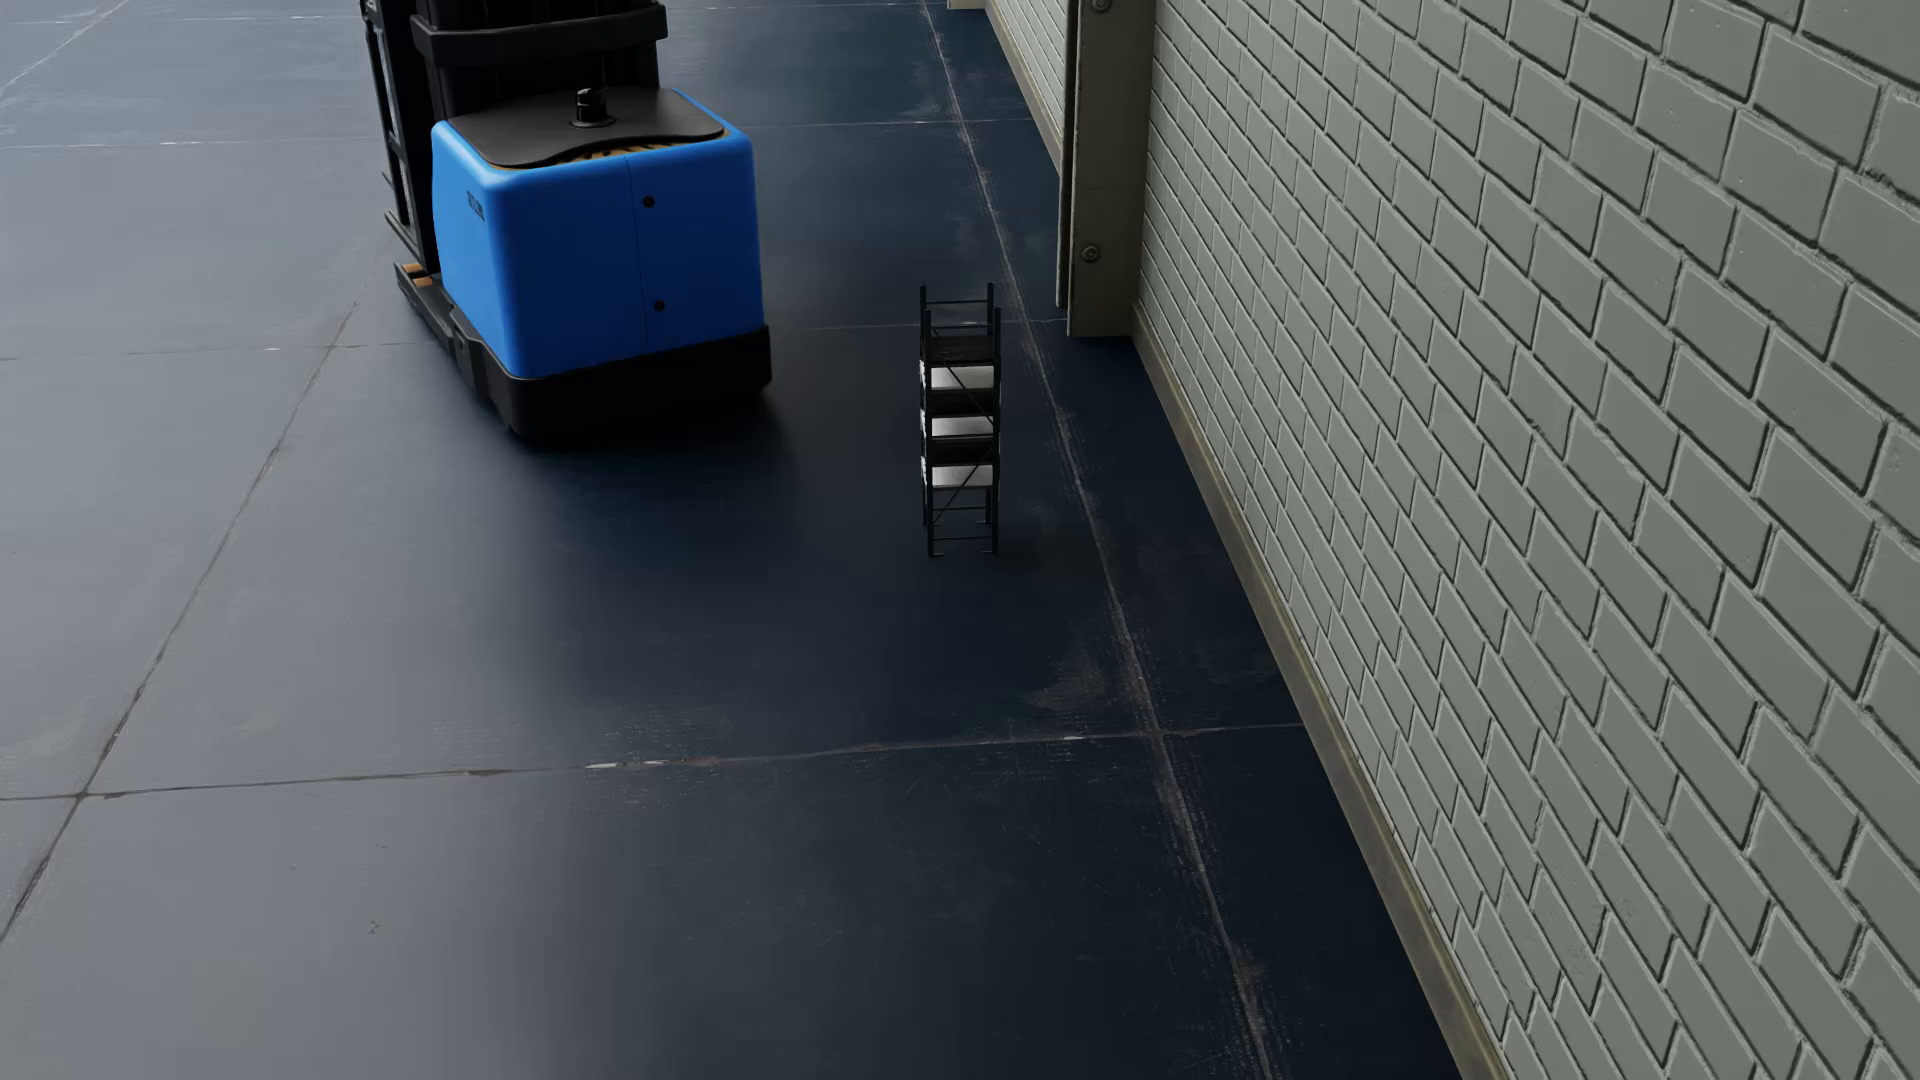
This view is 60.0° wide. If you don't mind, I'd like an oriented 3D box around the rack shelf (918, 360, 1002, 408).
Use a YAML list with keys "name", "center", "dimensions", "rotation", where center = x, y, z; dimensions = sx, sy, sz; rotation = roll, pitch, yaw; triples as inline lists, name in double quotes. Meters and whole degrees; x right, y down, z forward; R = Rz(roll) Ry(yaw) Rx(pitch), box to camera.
- name: "rack shelf"
  center: [-0.001, -0.516, 5.451]
  dimensions: [0.258, 0.077, 0.200]
  rotation: [-3, 31, -5]

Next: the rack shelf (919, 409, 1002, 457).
- name: "rack shelf"
  center: [-0.001, -0.362, 5.543]
  dimensions: [0.258, 0.077, 0.200]
  rotation: [-3, 31, -5]

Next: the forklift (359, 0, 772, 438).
- name: "forklift"
  center: [-1.916, -2.370, 6.860]
  dimensions: [1.130, 2.935, 3.031]
  rotation: [-16, 34, -25]

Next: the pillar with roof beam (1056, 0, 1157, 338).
- name: "pillar with roof beam"
  center: [-3.679, -4.645, 4.752]
  dimensions: [9.100, 9.000, 0.400]
  rotation: [-3, 31, -5]

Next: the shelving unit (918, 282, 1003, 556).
- name: "shelving unit"
  center: [-0.001, -0.390, 5.526]
  dimensions: [0.258, 0.900, 0.210]
  rotation: [-3, 31, -5]

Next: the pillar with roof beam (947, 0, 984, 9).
- name: "pillar with roof beam"
  center: [-4.239, -7.709, 9.880]
  dimensions: [9.100, 9.000, 0.400]
  rotation: [-3, 31, -5]

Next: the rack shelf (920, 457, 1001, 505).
- name: "rack shelf"
  center: [-0.001, -0.207, 5.636]
  dimensions: [0.258, 0.077, 0.200]
  rotation: [-3, 31, -5]

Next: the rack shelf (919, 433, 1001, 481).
- name: "rack shelf"
  center: [-0.001, -0.285, 5.589]
  dimensions: [0.258, 0.077, 0.200]
  rotation: [-3, 31, -5]

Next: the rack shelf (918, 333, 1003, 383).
- name: "rack shelf"
  center: [-0.001, -0.594, 5.405]
  dimensions: [0.258, 0.077, 0.200]
  rotation: [-3, 31, -5]

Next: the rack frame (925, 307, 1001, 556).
- name: "rack frame"
  center: [0.009, -0.339, 5.439]
  dimensions: [0.240, 0.900, 0.006]
  rotation: [-3, 31, -5]

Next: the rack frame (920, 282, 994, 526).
- name: "rack frame"
  center: [-0.010, -0.442, 5.613]
  dimensions: [0.240, 0.900, 0.006]
  rotation: [-3, 31, -5]

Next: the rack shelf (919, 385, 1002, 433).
- name: "rack shelf"
  center: [-0.001, -0.439, 5.497]
  dimensions: [0.258, 0.077, 0.200]
  rotation: [-3, 31, -5]
